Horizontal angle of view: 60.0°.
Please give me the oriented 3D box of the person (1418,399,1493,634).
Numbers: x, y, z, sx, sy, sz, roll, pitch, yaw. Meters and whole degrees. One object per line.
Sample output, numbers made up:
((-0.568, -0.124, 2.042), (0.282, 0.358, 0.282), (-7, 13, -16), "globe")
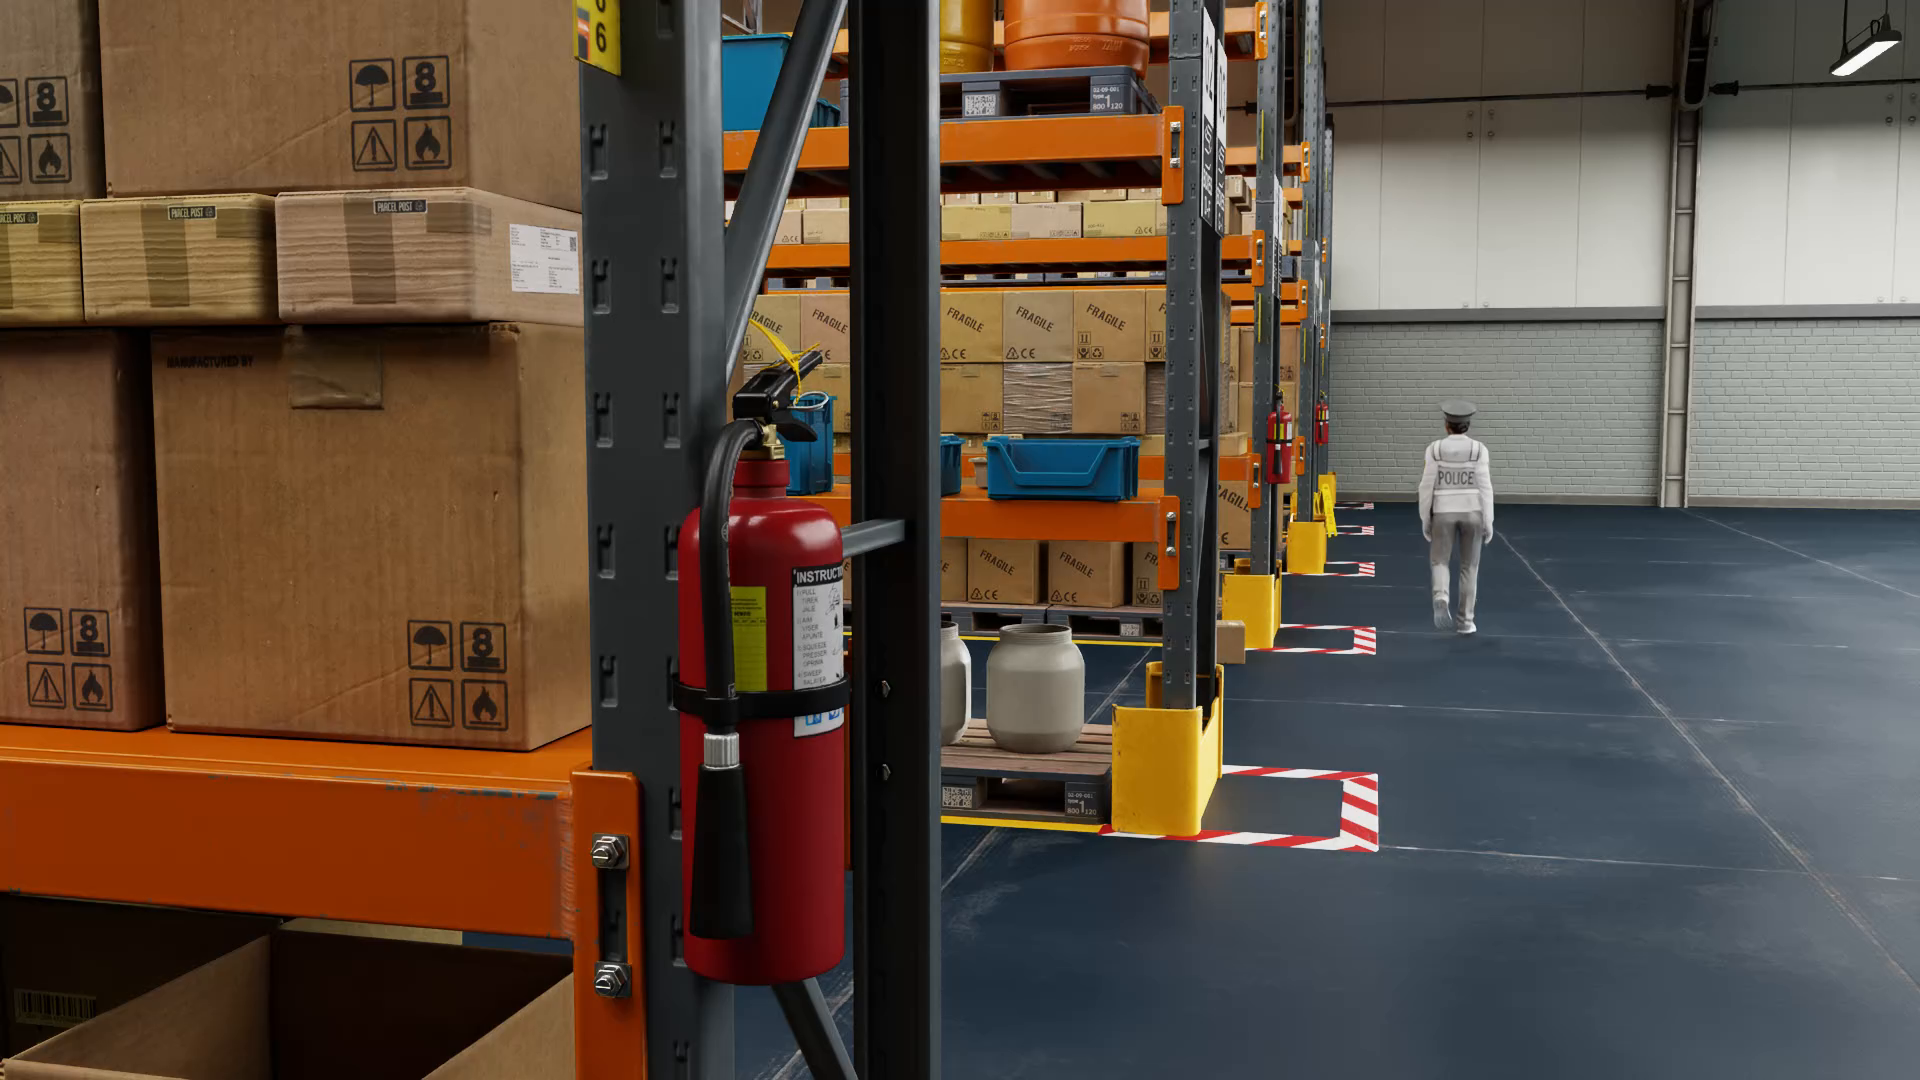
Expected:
((3.498, -0.157, 11.739), (0.511, 1.666, 0.585), (2, 5, 19), "person")
